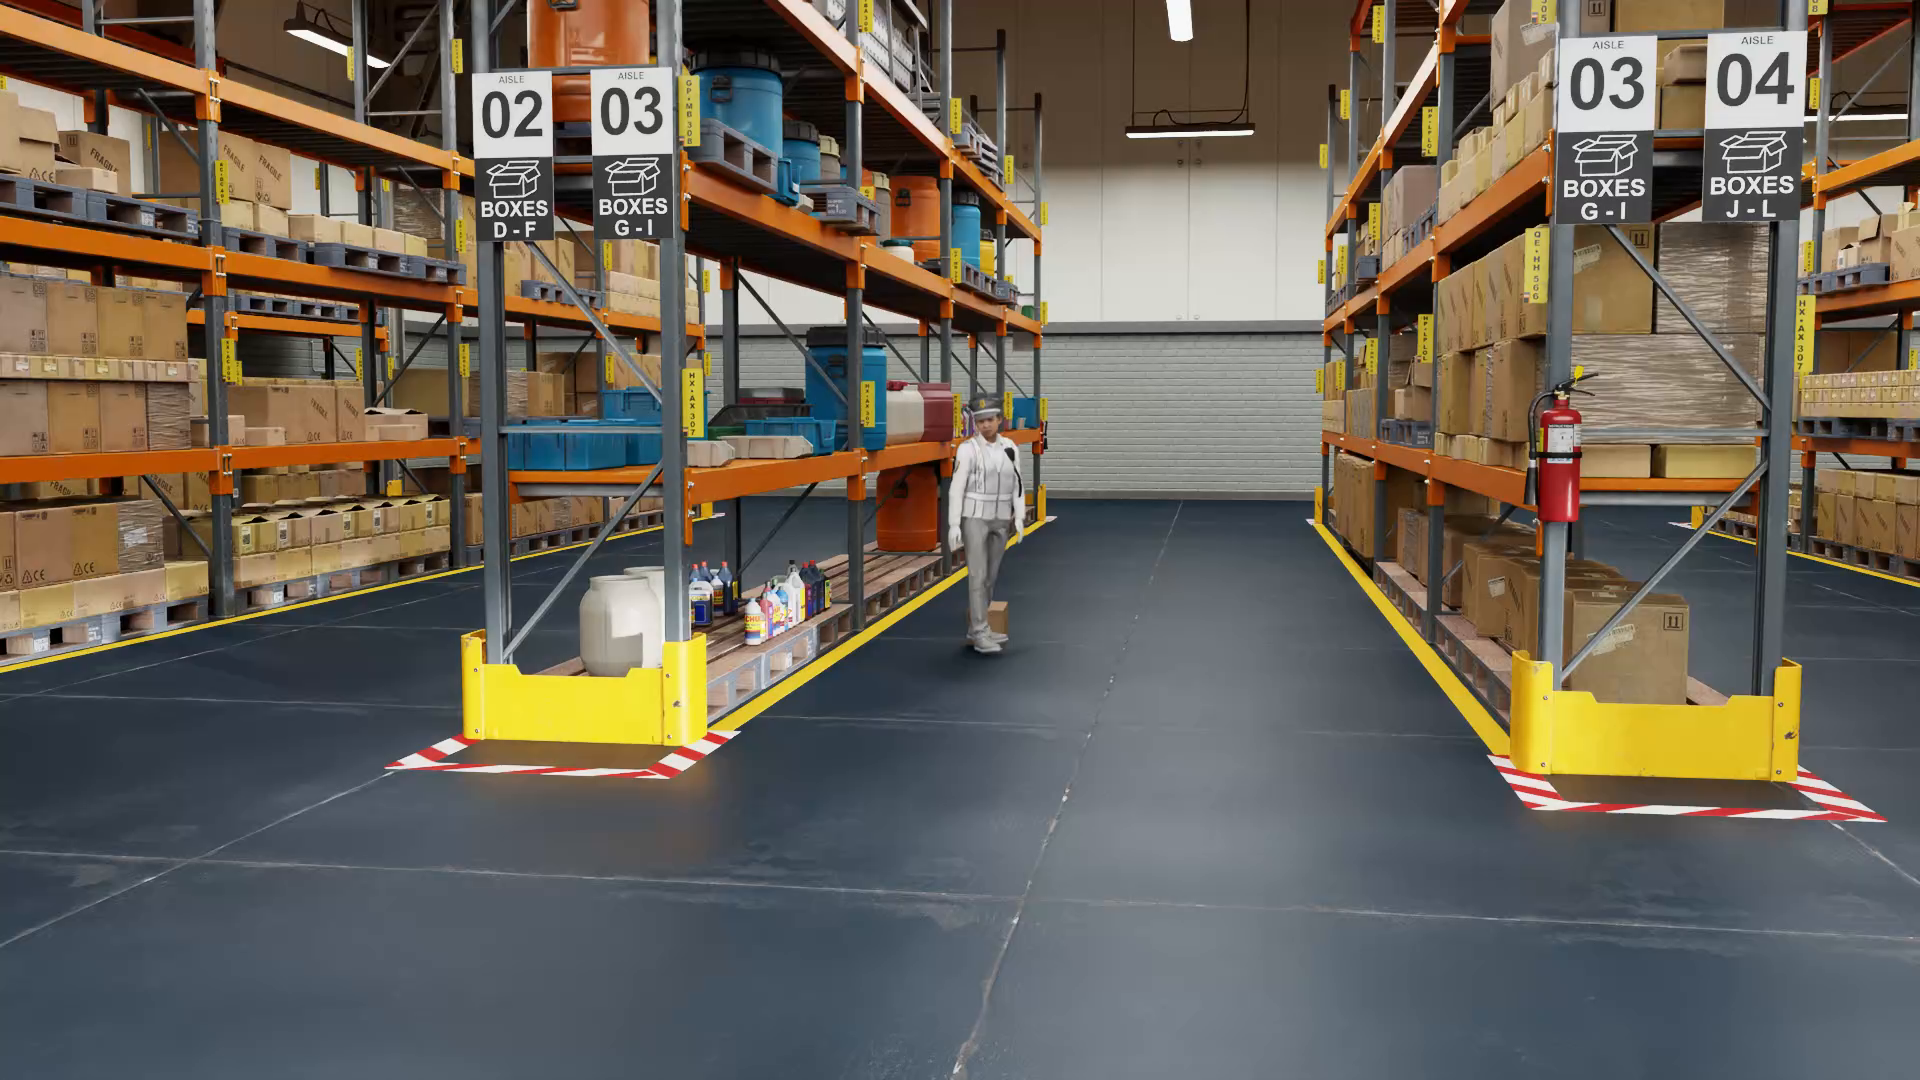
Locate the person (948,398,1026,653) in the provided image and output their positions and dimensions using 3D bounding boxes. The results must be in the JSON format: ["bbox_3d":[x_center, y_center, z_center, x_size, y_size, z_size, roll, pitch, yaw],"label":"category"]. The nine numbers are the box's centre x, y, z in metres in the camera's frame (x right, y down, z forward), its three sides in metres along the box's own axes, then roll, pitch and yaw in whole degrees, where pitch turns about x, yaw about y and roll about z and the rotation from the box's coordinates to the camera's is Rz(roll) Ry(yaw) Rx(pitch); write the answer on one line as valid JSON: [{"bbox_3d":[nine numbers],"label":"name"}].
[{"bbox_3d":[0.181,-0.107,10.966,0.530,1.649,0.639,-3,5,-32],"label":"person"}]
